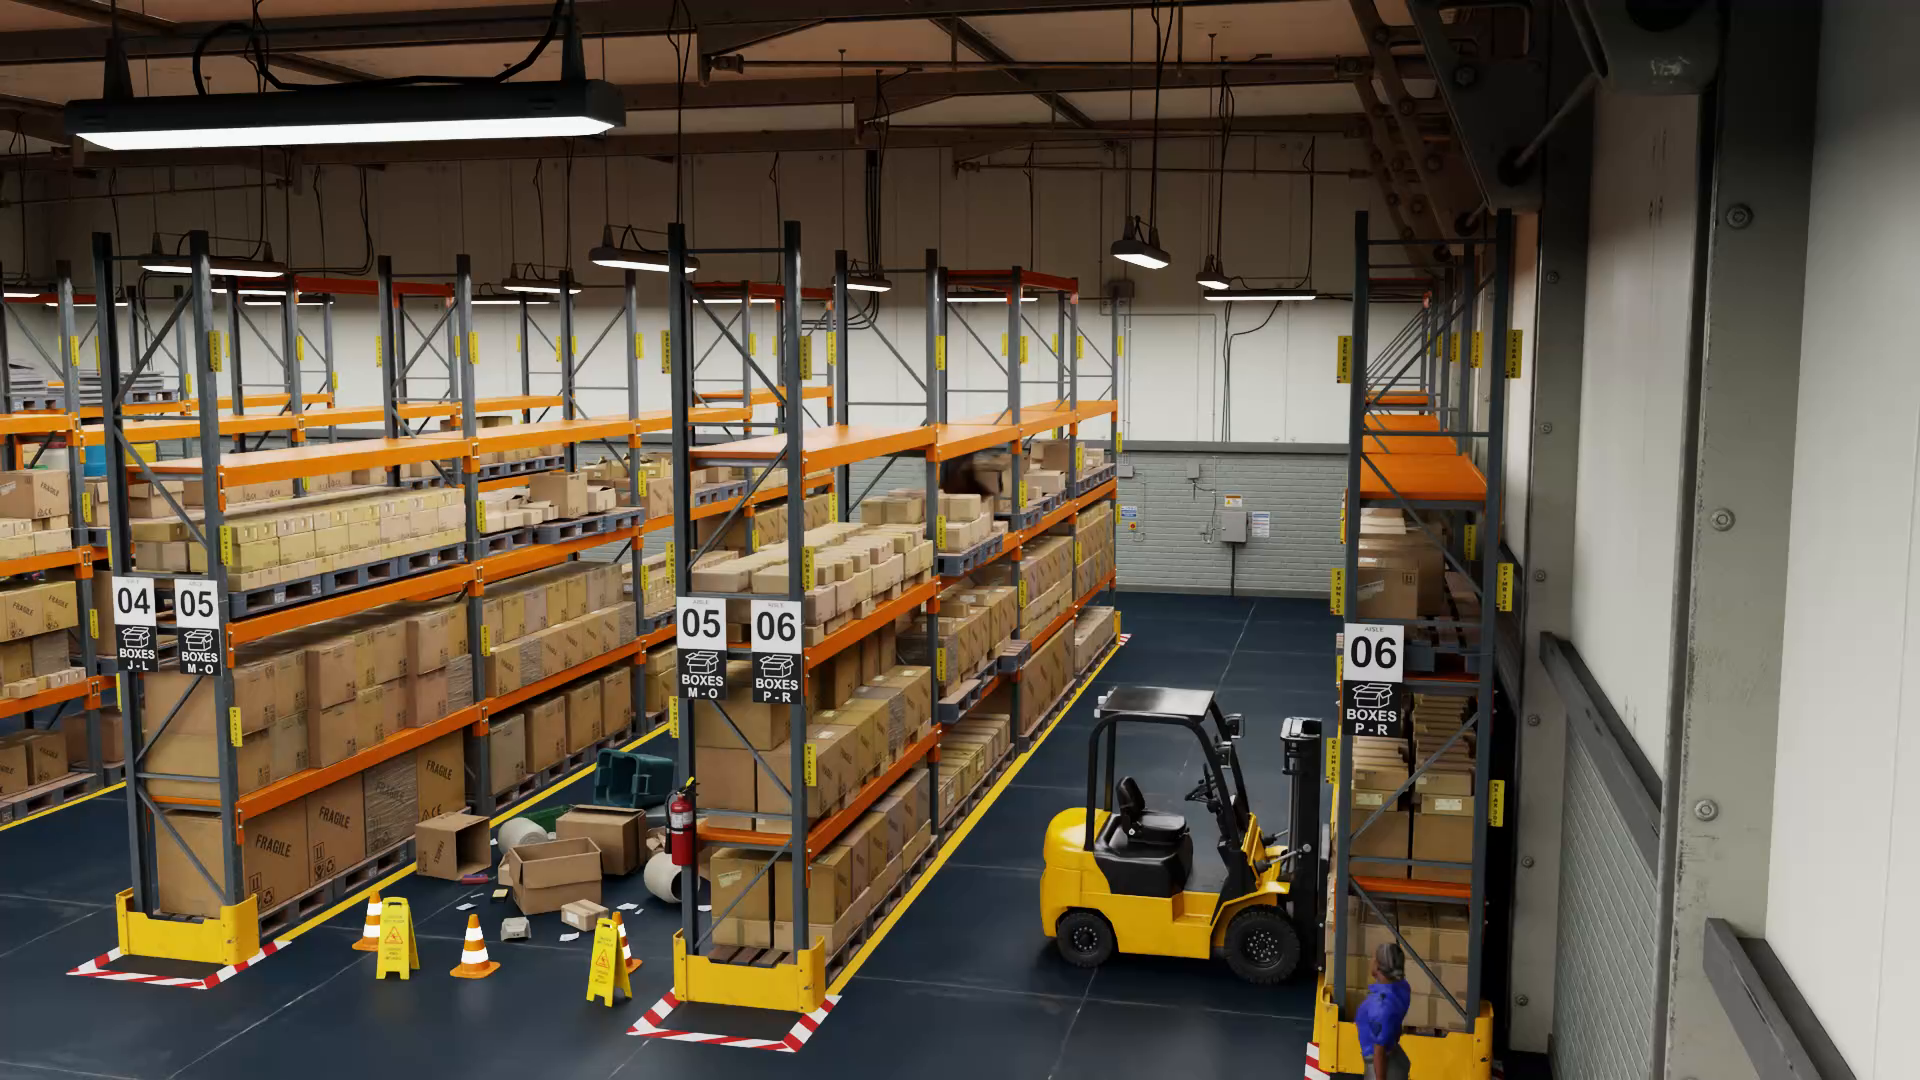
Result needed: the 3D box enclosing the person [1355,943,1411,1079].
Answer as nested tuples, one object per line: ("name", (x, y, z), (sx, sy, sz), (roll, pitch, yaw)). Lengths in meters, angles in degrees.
("person", (2.506, 3.152, 9.832), (0.416, 1.675, 0.633), (3, 7, 21))
